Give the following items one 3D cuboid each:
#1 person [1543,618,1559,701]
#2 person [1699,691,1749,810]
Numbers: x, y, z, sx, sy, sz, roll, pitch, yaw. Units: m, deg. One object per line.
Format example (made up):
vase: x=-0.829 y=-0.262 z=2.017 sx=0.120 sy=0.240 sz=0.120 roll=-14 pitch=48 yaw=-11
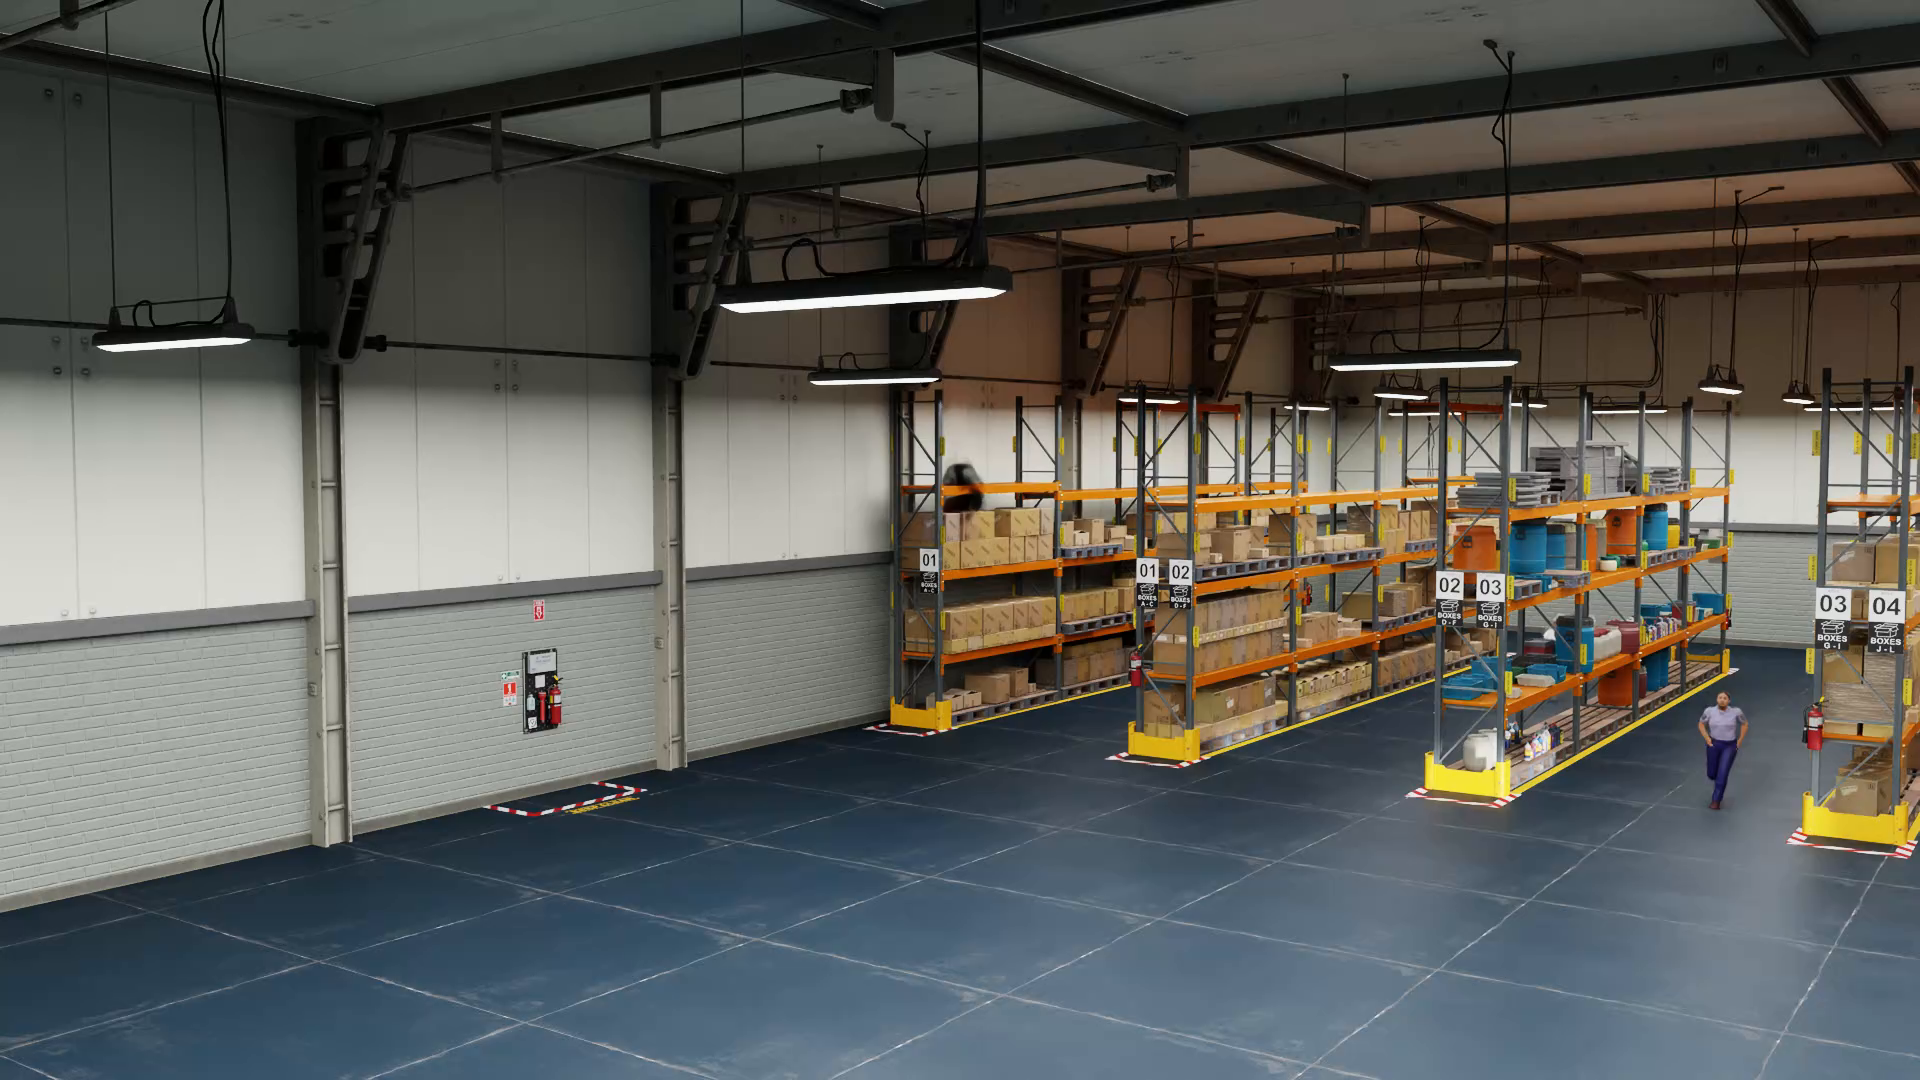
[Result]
person: x=11.812 y=2.352 z=32.944 sx=0.614 sy=1.631 sz=0.575 roll=2 pitch=4 yaw=32
person: x=10.634 y=2.902 z=23.191 sx=0.631 sy=1.639 sz=0.834 roll=2 pitch=4 yaw=31
